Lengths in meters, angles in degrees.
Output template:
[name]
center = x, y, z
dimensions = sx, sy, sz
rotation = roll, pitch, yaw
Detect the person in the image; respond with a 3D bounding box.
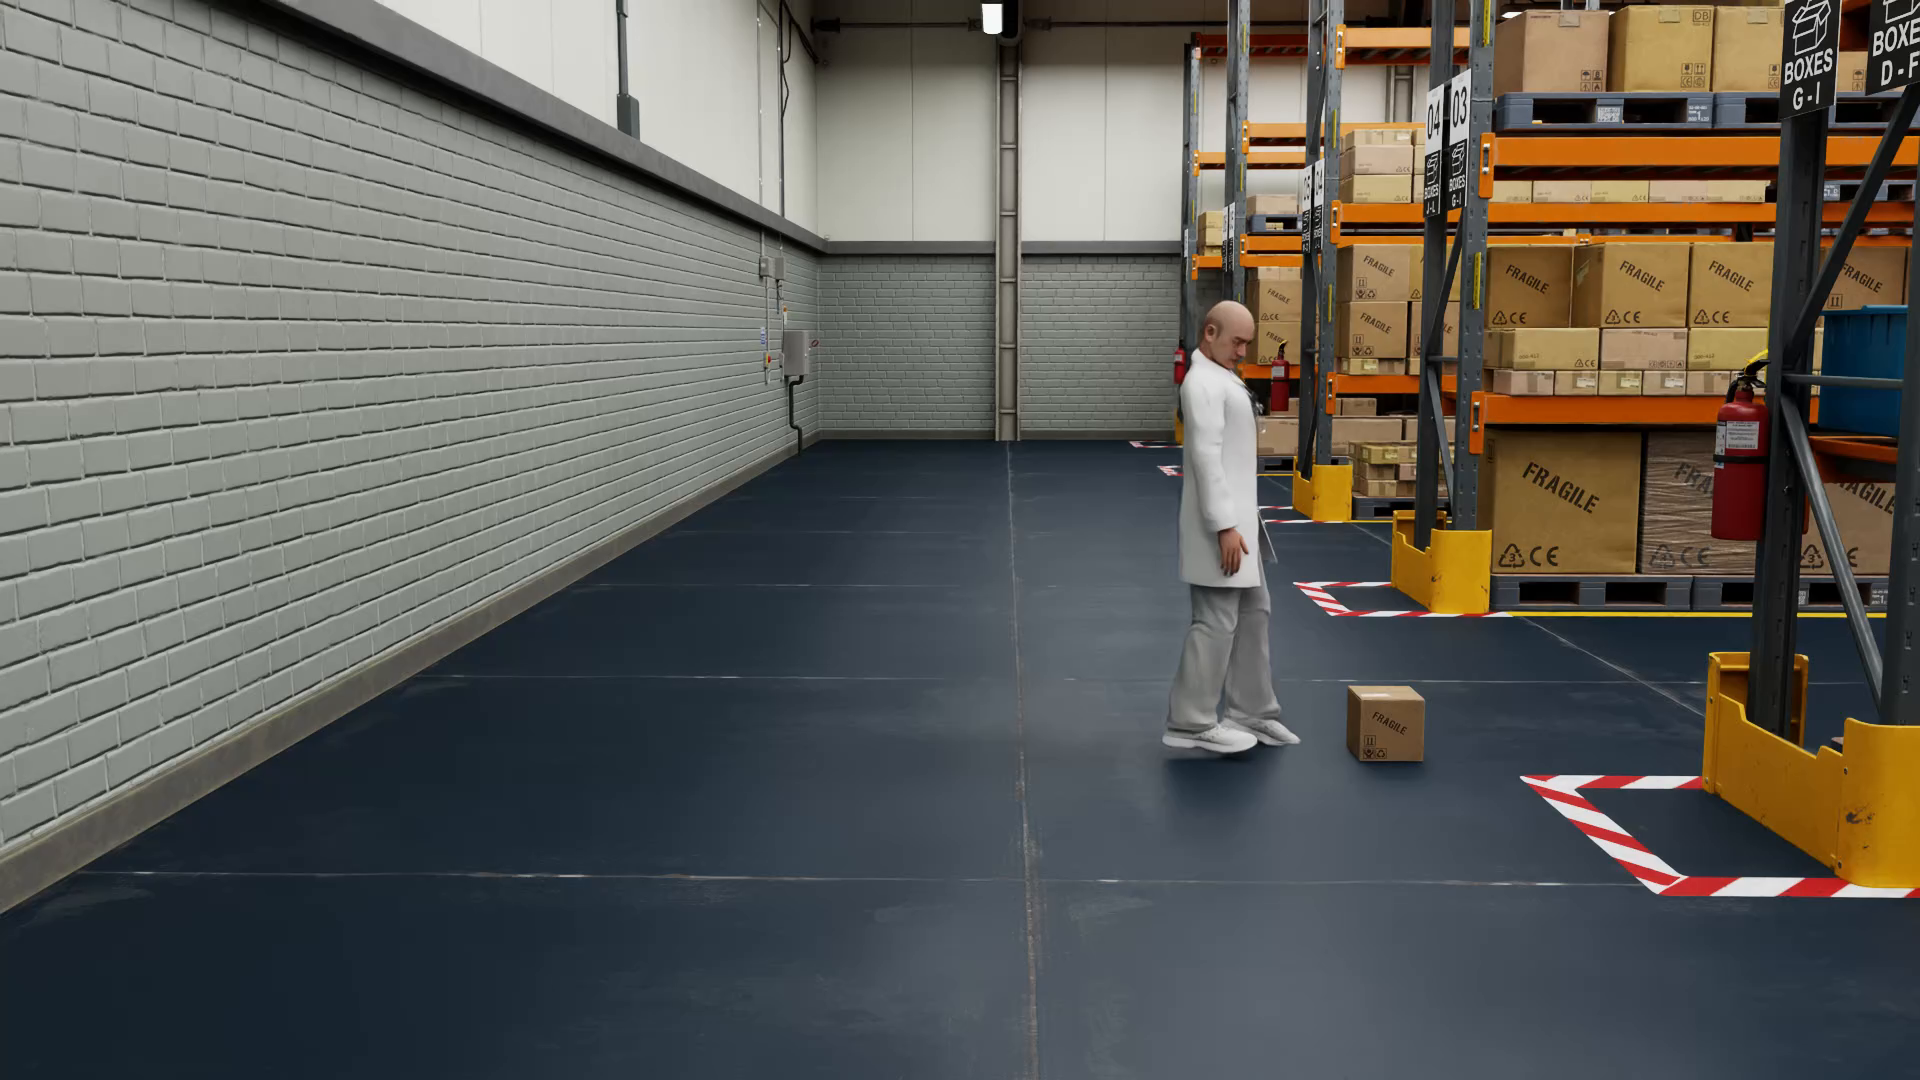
[person]
center = 1.092, -0.021, 6.550
dimensions = 0.565, 1.827, 0.626
rotation = 1, 7, 8
